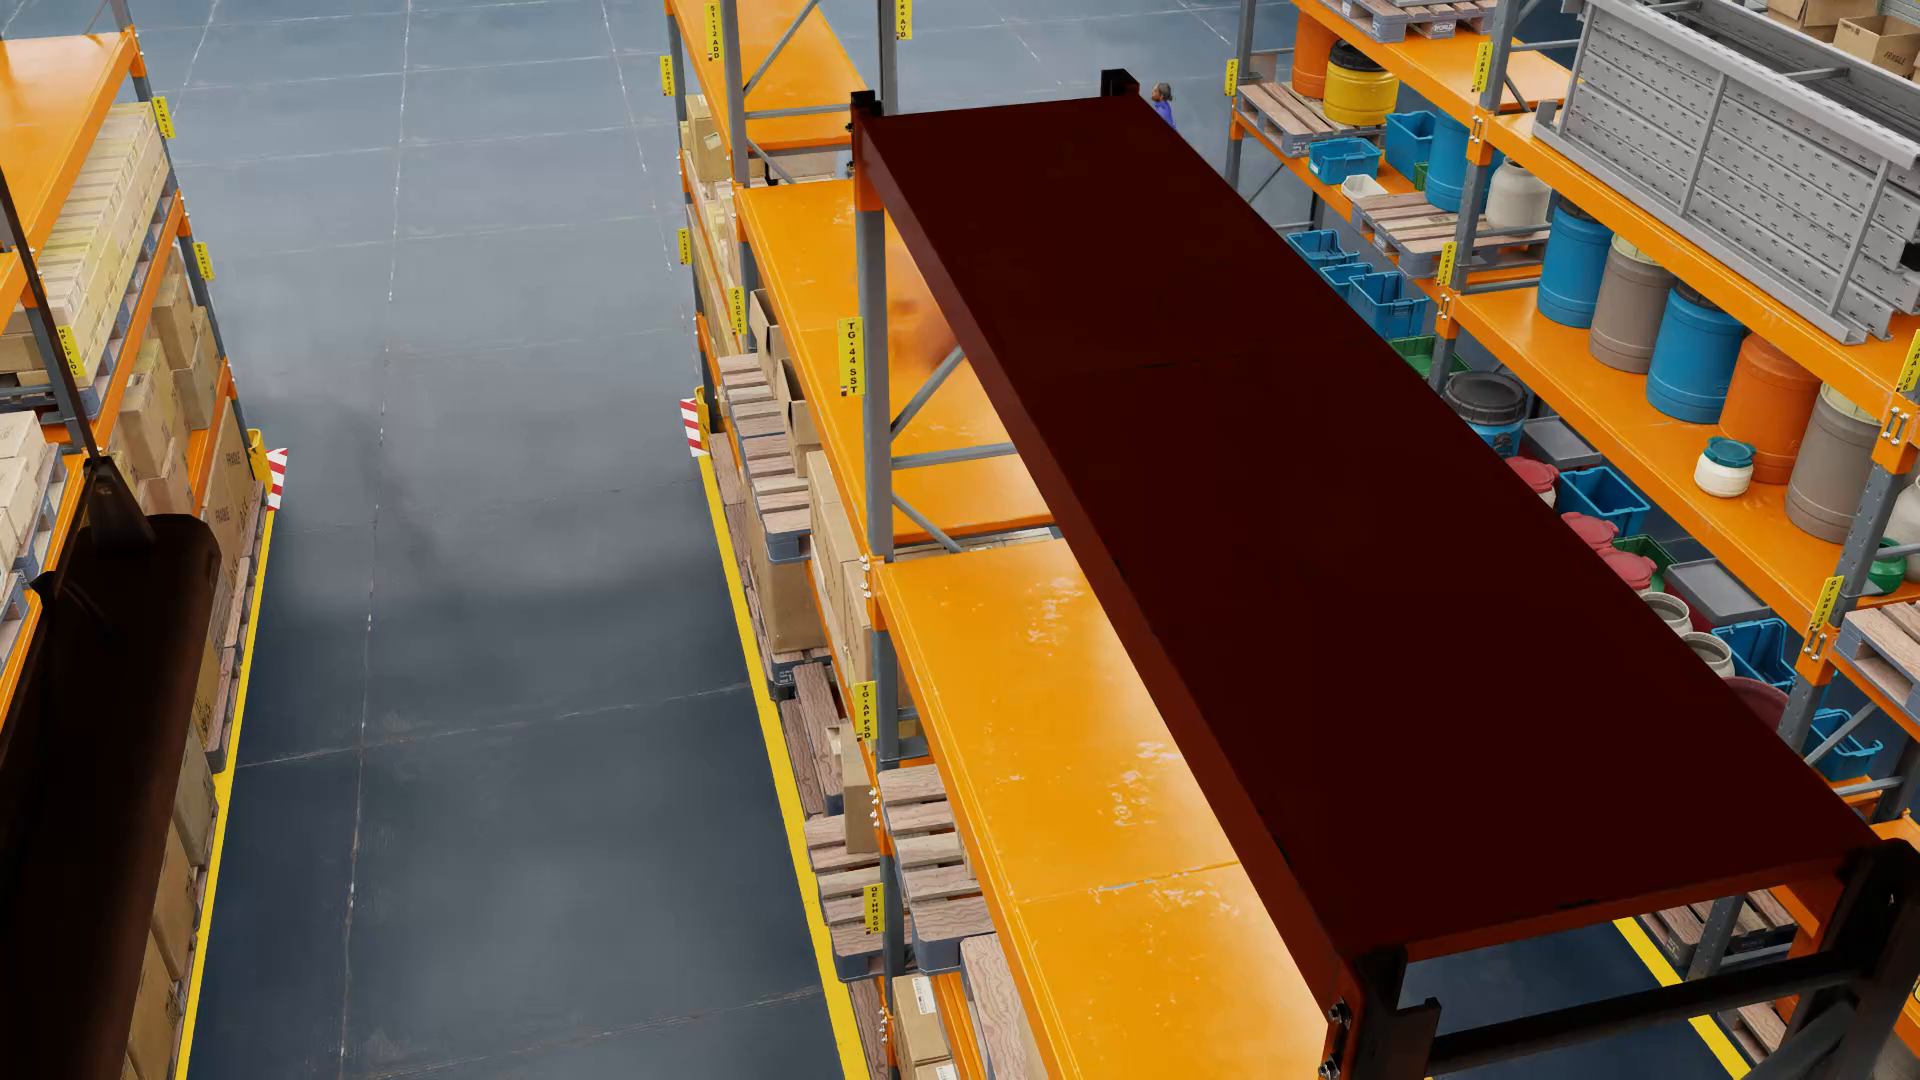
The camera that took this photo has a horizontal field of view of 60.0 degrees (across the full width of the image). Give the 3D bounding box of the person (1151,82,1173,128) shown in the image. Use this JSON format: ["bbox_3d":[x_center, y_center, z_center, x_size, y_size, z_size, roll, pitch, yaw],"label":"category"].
[{"bbox_3d":[2.190,-4.498,19.211,0.551,1.610,0.565,7,35,10],"label":"person"}]

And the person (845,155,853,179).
[{"bbox_3d":[-1.022,-3.768,18.127,0.808,1.683,0.676,8,35,11],"label":"person"}]
